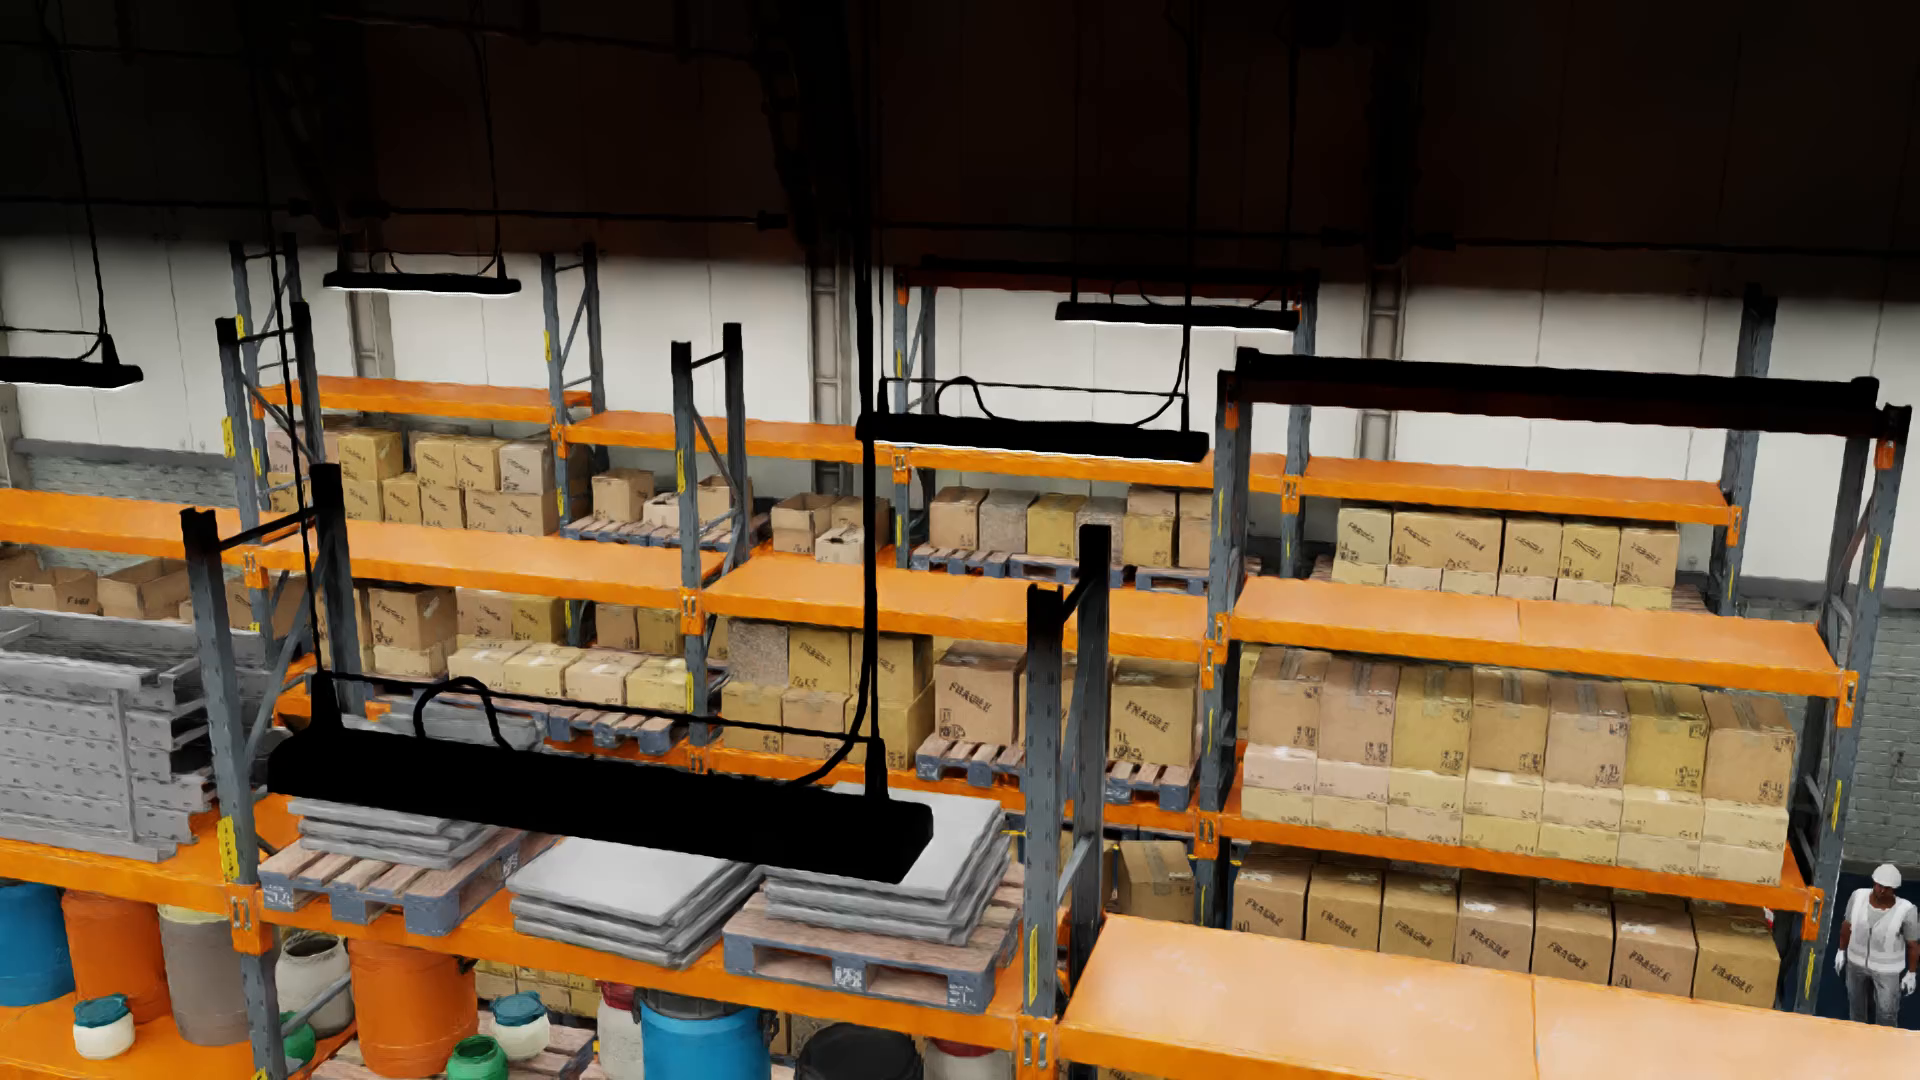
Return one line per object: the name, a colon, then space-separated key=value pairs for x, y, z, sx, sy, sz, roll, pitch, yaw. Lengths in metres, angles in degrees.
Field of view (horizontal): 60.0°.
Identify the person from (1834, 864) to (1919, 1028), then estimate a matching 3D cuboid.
person: x=7.460 y=3.460 z=13.497 sx=0.541 sy=1.778 sz=0.726 roll=-12 pitch=20 yaw=-35
